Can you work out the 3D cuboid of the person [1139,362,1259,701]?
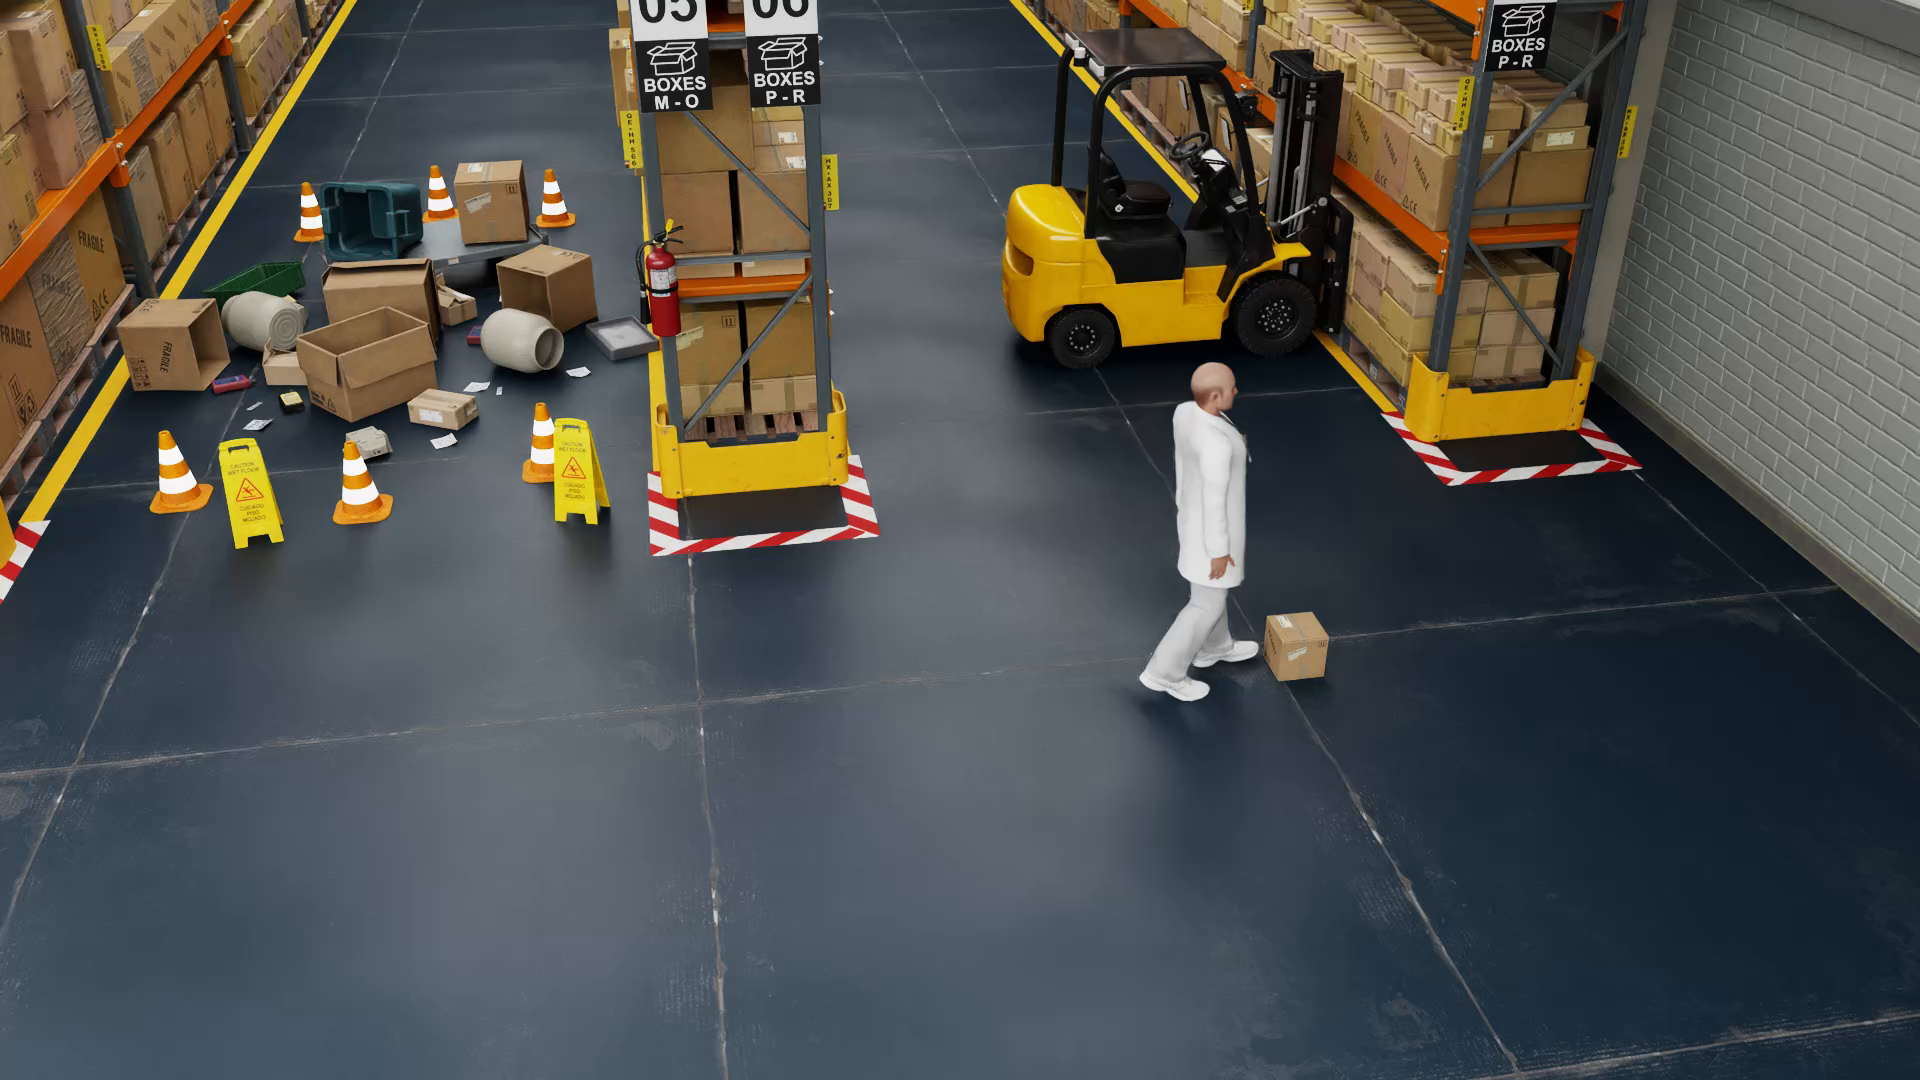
[{"bbox_3d":[1.249,-0.055,8.248,0.722,1.790,0.617,-5,31,-9],"label":"person"}]
